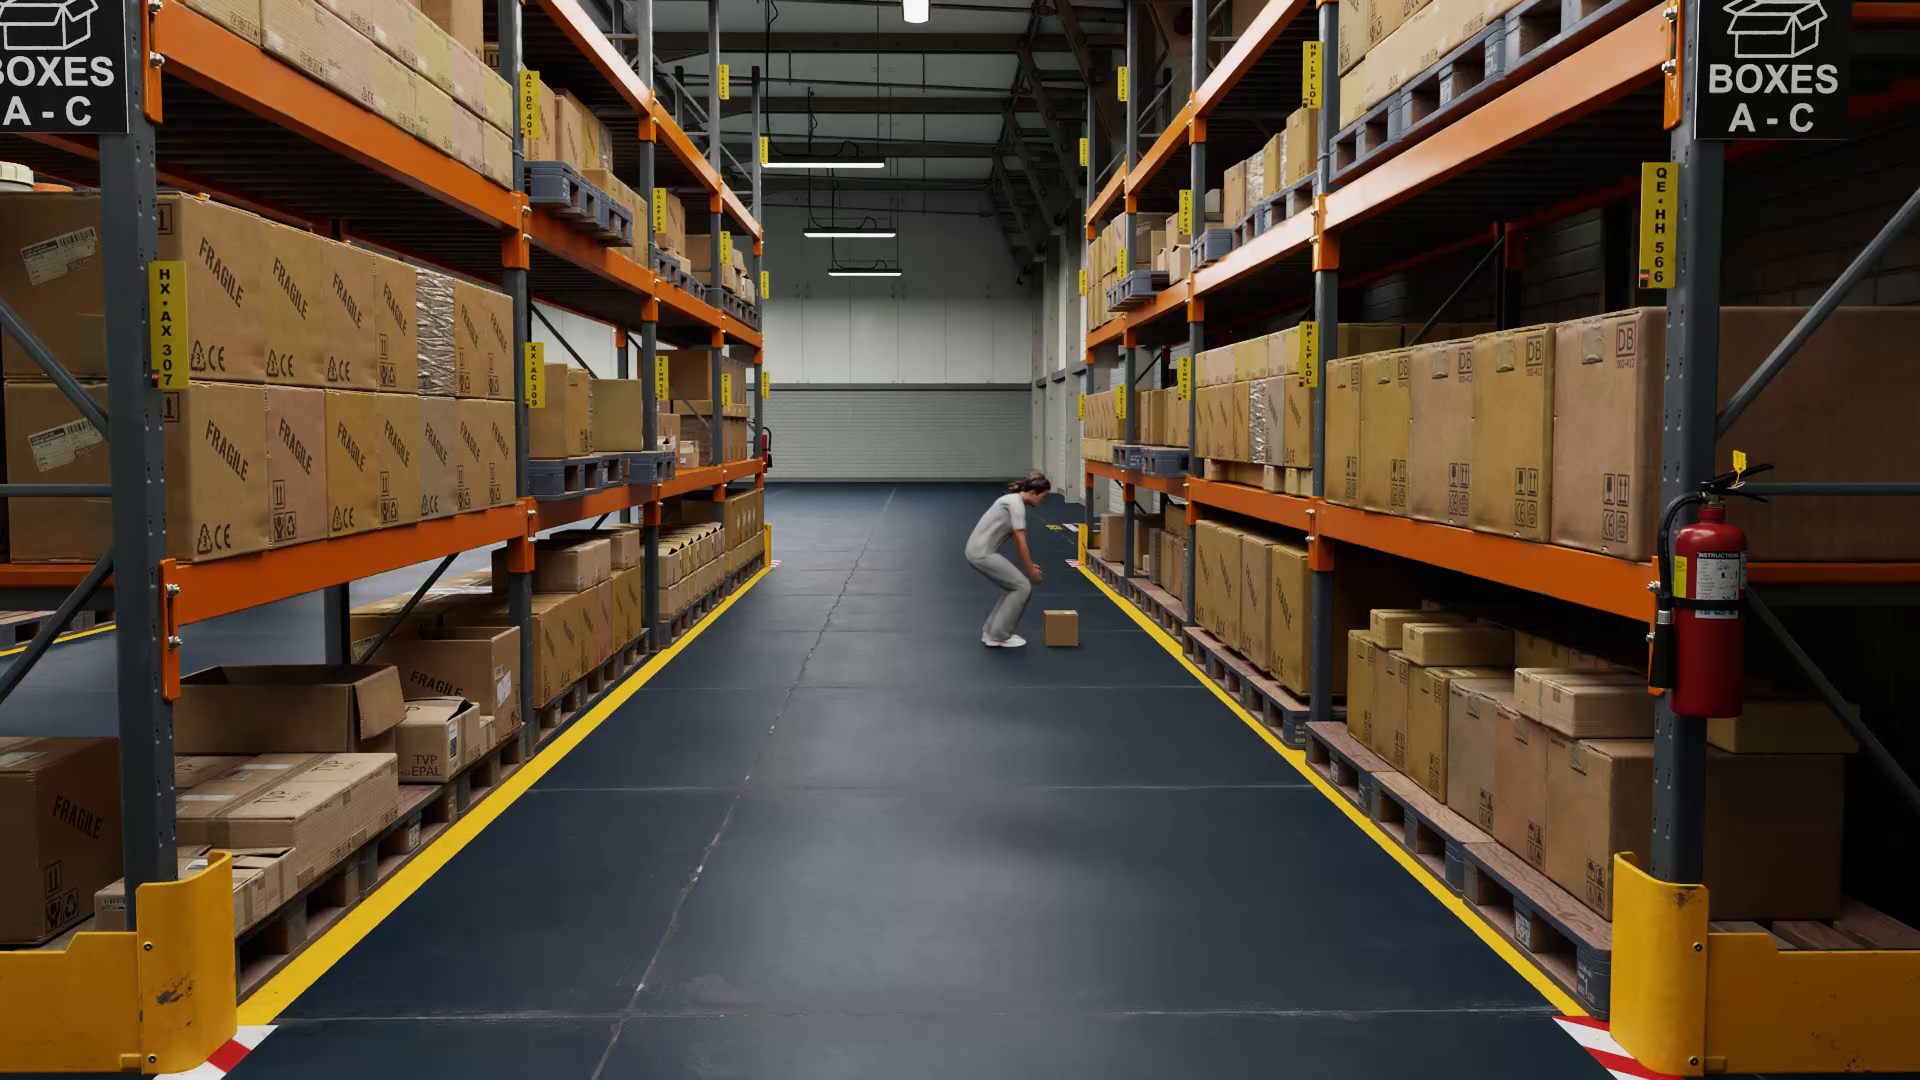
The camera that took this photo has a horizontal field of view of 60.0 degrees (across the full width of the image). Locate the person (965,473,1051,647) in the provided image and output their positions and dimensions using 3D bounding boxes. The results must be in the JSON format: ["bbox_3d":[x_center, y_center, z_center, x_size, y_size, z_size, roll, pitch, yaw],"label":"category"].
[{"bbox_3d":[0.370,0.146,12.878,0.667,1.333,0.491,0,4,-1],"label":"person"}]
